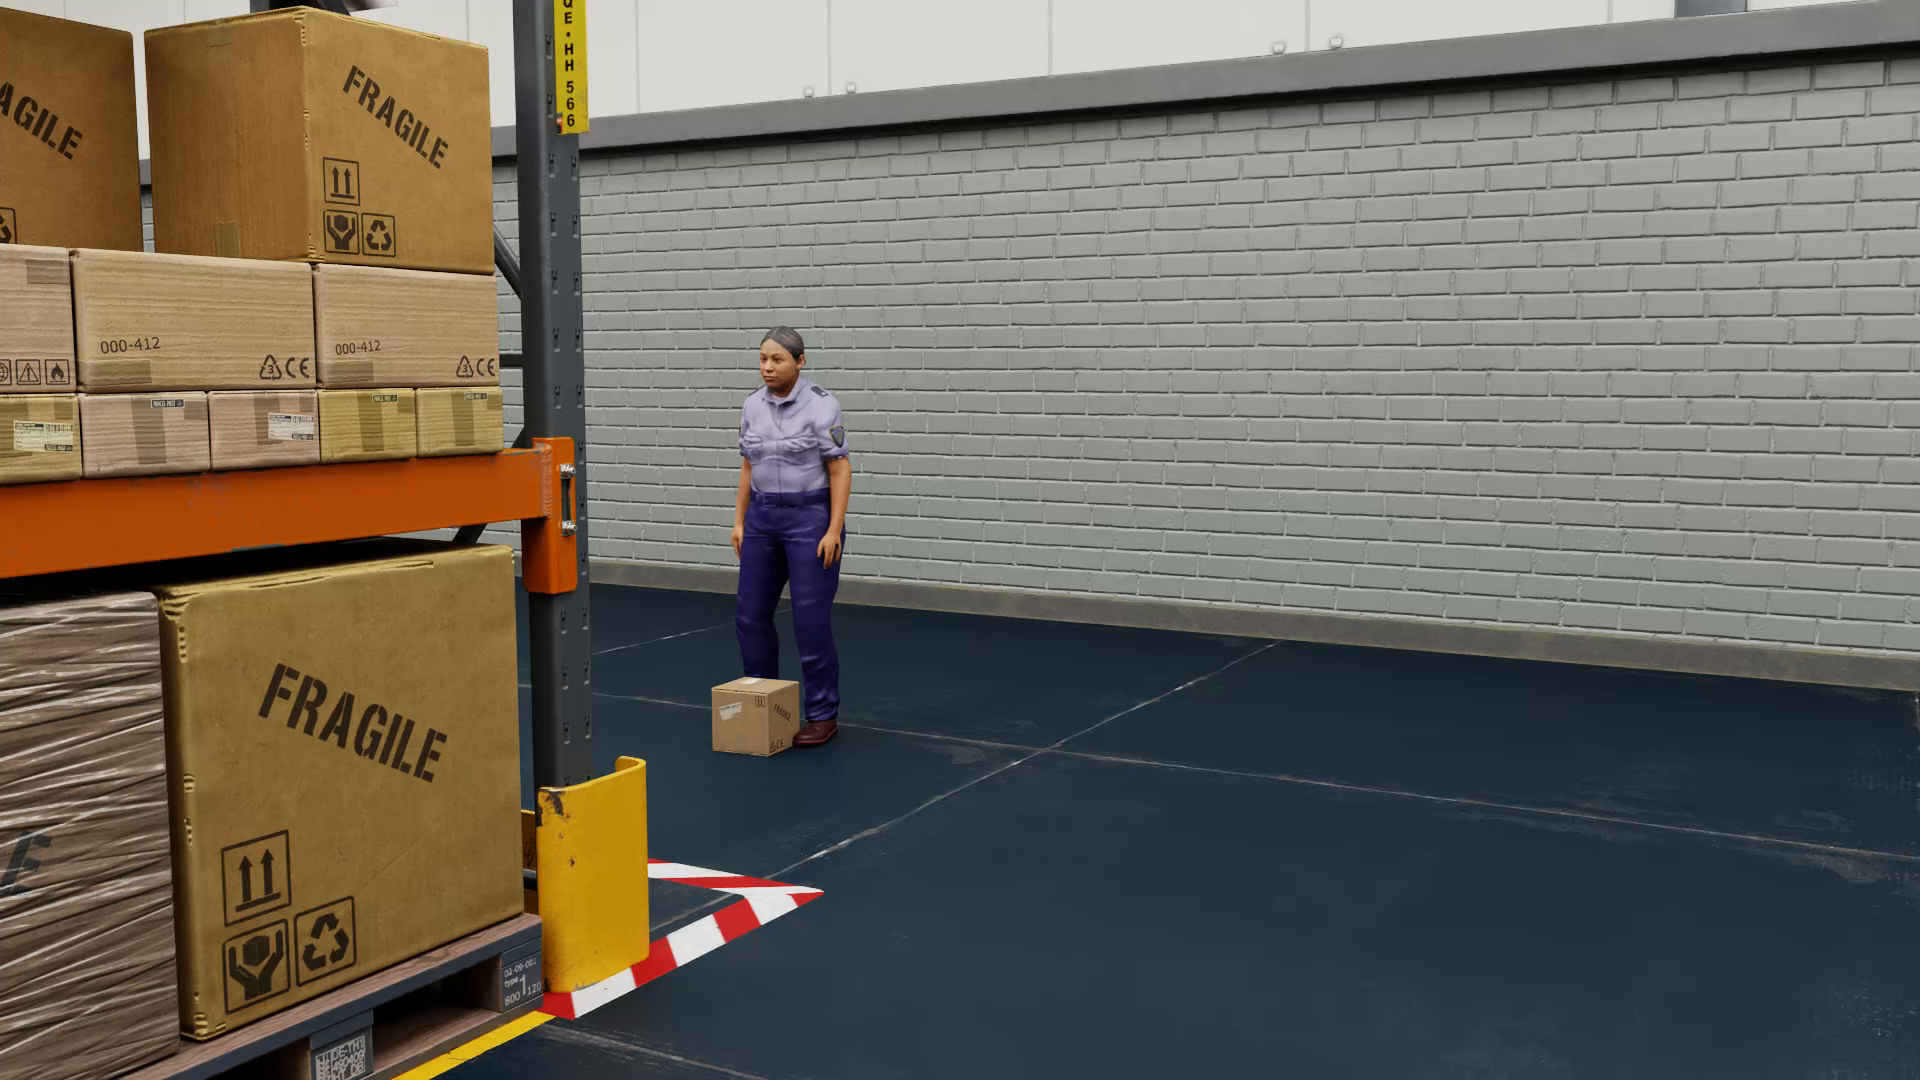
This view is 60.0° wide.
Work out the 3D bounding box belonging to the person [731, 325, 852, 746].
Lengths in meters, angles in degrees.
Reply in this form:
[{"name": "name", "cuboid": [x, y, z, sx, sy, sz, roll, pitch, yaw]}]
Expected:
[{"name": "person", "cuboid": [-0.687, -0.027, 6.667, 0.537, 1.651, 0.373, 3, 7, 28]}]
